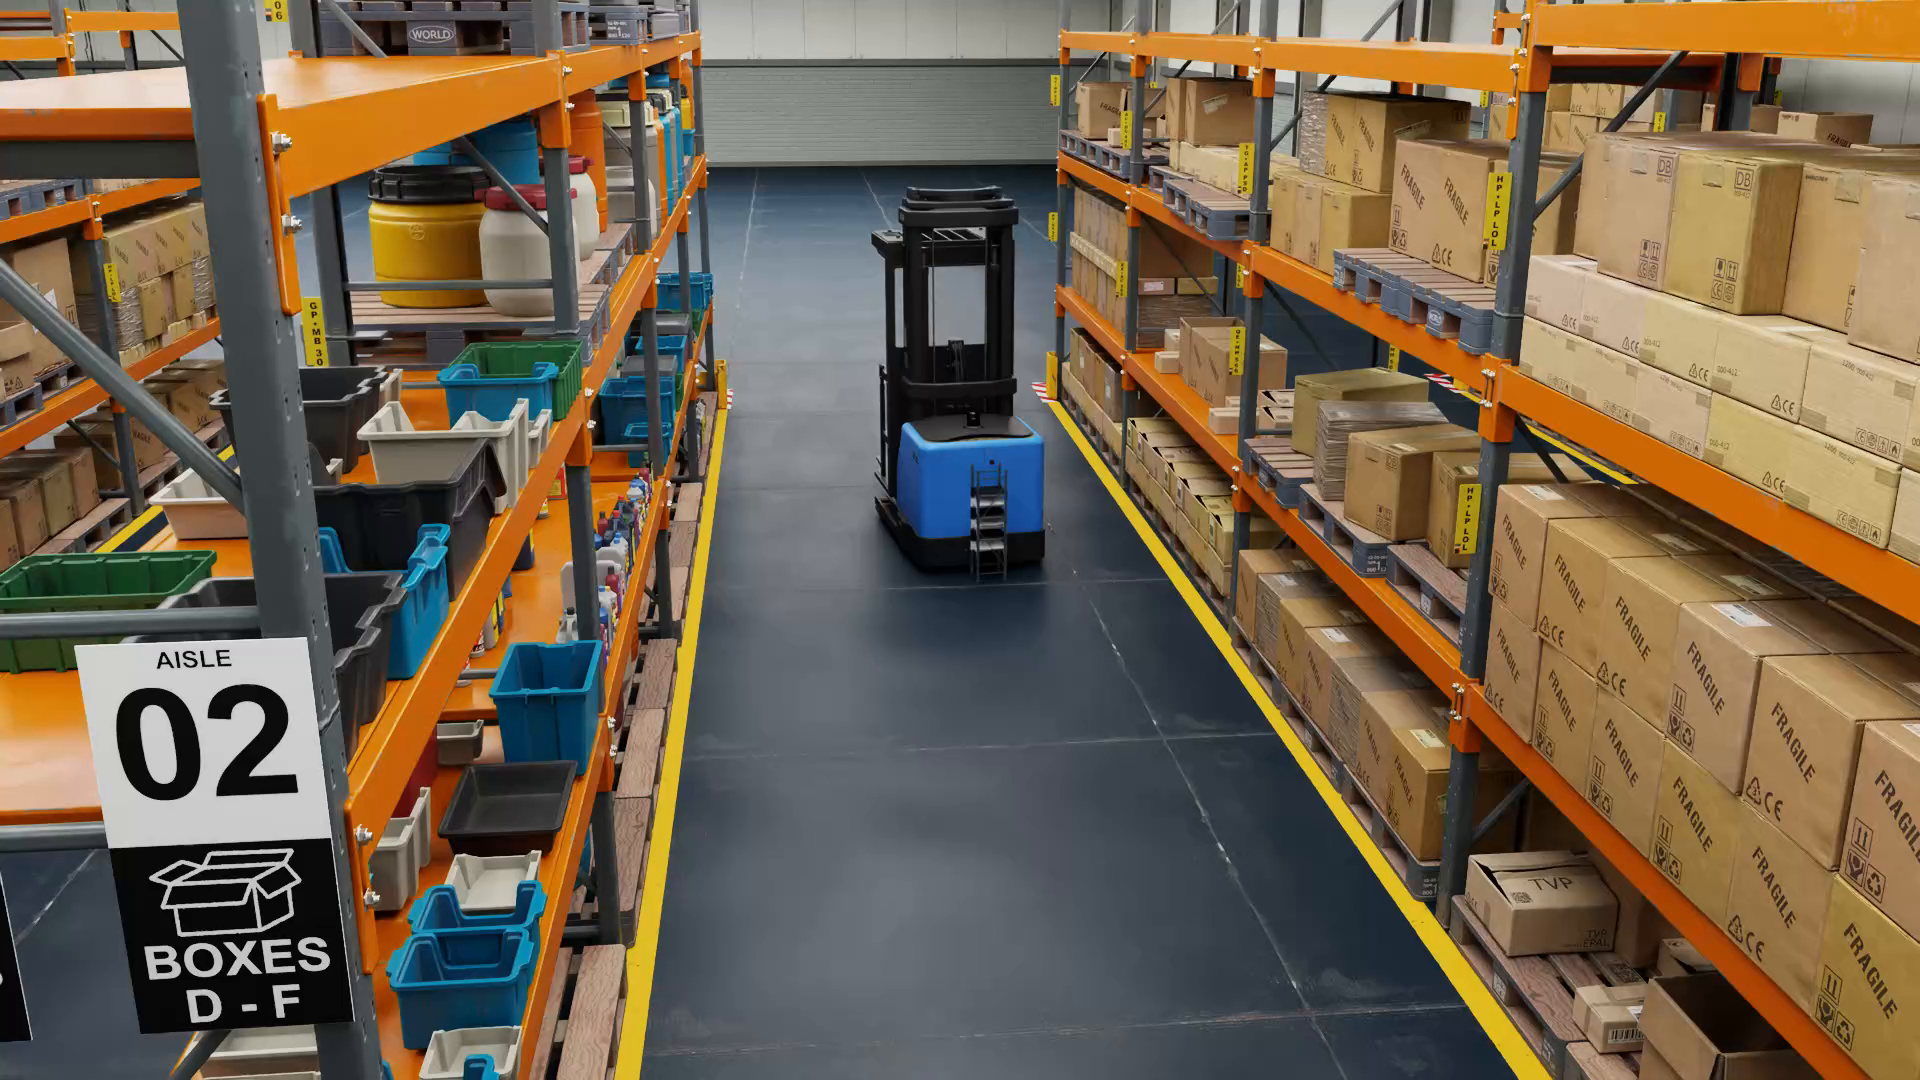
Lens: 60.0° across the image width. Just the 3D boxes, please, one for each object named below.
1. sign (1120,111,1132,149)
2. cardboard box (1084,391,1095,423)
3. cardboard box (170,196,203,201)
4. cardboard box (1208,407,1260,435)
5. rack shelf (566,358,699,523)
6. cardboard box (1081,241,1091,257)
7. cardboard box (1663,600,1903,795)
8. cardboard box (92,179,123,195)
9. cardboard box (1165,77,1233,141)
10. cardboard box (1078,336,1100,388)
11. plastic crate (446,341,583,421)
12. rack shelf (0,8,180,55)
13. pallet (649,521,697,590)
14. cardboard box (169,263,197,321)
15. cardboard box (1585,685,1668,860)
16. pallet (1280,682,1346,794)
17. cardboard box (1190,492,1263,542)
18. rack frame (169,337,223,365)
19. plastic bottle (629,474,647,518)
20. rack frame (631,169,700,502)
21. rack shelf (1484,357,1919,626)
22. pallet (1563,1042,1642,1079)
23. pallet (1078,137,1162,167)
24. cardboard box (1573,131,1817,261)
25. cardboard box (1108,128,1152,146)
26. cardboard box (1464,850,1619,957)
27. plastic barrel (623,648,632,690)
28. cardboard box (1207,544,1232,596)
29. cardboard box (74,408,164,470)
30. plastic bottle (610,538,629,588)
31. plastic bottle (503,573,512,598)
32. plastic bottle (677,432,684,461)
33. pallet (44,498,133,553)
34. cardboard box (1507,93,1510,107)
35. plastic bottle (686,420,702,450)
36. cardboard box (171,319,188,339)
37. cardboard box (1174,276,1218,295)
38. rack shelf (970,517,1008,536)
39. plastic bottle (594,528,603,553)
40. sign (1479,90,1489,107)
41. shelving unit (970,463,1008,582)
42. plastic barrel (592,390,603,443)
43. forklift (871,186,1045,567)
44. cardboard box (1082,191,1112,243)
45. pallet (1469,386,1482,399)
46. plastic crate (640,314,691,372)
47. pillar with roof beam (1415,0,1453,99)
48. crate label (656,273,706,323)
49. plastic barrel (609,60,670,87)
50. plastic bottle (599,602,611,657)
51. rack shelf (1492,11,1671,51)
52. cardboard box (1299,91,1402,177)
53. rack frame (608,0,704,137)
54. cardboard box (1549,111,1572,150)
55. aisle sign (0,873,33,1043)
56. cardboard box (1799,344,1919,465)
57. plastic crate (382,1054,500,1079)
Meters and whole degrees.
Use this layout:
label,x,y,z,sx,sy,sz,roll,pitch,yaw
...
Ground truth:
label,x,y,z,sx,sy,sz,roll,pitch,yaw
sign,1.475,-3.641,14.764,0.100,0.325,0.005,-2,18,-6
cardboard box,1.602,-1.410,17.549,0.500,0.250,0.500,-2,18,-6
cardboard box,-7.937,-3.340,17.476,0.500,0.500,0.500,-2,18,-6
cardboard box,2.072,-0.891,12.426,0.380,0.149,0.250,-2,18,-6
rack shelf,-2.694,-0.852,13.084,1.077,0.370,4.000,-2,18,-6
cardboard box,1.519,-3.140,17.922,0.380,0.149,0.250,-2,18,-6
cardboard box,2.782,0.525,5.659,0.500,0.500,0.500,-1,17,-4
cardboard box,-7.618,-3.140,14.413,0.500,0.250,0.500,-2,18,-8
cardboard box,2.052,-3.676,14.167,0.500,0.500,0.500,-2,17,-5
cardboard box,1.567,-1.917,17.913,0.500,0.500,0.500,-2,18,-6
plastic crate,-1.730,-0.621,6.493,0.450,0.188,0.662,-2,18,-6
rack shelf,-8.033,-4.751,15.495,1.077,0.370,4.000,-2,18,-6
pallet,-2.651,0.136,13.390,1.003,0.211,1.213,-2,18,-6
cardboard box,-7.990,-2.410,16.182,0.875,0.500,0.500,-2,18,-6
cardboard box,2.739,0.855,6.280,0.500,0.500,0.500,-2,18,-6
pallet,2.602,1.165,10.113,1.003,0.211,1.213,-2,18,-6
cardboard box,2.081,-0.210,12.793,0.500,0.311,0.500,-2,18,-6
rack frame,-8.239,-2.830,18.183,1.000,3.000,0.127,-2,18,-6
plastic bottle,-1.984,-0.269,10.241,0.097,0.271,0.097,0,17,0
rack frame,-2.900,-1.791,14.875,1.000,3.000,0.127,-2,18,-6
rack shelf,3.059,-0.052,5.527,1.077,0.370,4.000,-2,18,-6
pallet,3.051,2.340,6.372,1.003,0.211,1.213,-2,18,-6
pallet,1.791,-3.948,16.884,1.003,0.211,1.213,-2,18,-6
cardboard box,2.941,-1.372,6.695,0.700,0.500,0.500,-2,18,-6
cardboard box,1.631,-3.872,15.981,0.380,0.149,0.250,-2,18,-6
cardboard box,2.681,1.645,7.684,0.500,0.311,0.500,-2,18,-6
plastic barrel,-2.273,0.698,10.399,0.421,0.512,0.421,0,17,0
cardboard box,2.143,0.211,12.387,0.500,0.250,0.500,-1,17,-4
cardboard box,-7.895,-0.937,15.625,0.500,0.500,0.500,4,18,12
plastic bottle,-1.848,0.124,8.990,0.097,0.271,0.097,0,17,0
plastic bottle,-2.442,0.169,8.847,0.097,0.271,0.097,0,17,0
plastic bottle,-2.663,-0.906,15.854,0.061,0.283,0.133,-2,18,-6
pallet,-7.745,-0.076,14.066,1.003,0.211,1.213,-2,18,-6
cardboard box,6.341,-4.981,18.158,0.500,0.500,0.500,-2,18,-6
plastic bottle,-2.590,-1.047,16.191,0.144,0.351,0.185,-3,18,-8
cardboard box,-7.717,-2.038,16.081,0.380,0.149,0.250,-2,18,-6
cardboard box,2.192,-2.386,15.520,0.380,0.149,0.250,-2,18,-6
rack shelf,0.227,-0.107,13.127,0.258,0.077,0.200,-4,18,-12
plastic bottle,-2.011,0.070,9.161,0.097,0.271,0.097,0,17,0
sign,6.002,-5.120,19.012,0.100,0.325,0.005,-2,18,-6
shelving unit,0.227,-0.139,13.117,0.258,0.900,0.210,-4,18,-12
plastic barrel,-2.806,-0.953,12.017,0.421,0.512,0.421,0,17,0
forklift,-0.139,-1.582,14.321,1.130,2.935,3.031,-4,18,-12
cardboard box,1.715,-3.490,17.952,0.700,0.500,0.500,-2,18,-7
pallet,6.598,-1.693,19.217,1.003,0.211,1.213,-2,18,-6
plastic crate,-2.546,-1.687,14.436,0.402,0.464,0.583,-2,18,-6
pillar with roof beam,2.573,-7.624,23.438,9.100,9.000,0.400,-2,18,-6
crate label,-2.854,-2.460,16.945,0.502,0.435,0.616,-2,18,-6
plastic barrel,-2.896,-3.962,15.242,0.600,0.901,0.708,-2,18,-6
plastic bottle,-1.742,0.429,8.019,0.097,0.271,0.097,0,17,0
rack shelf,6.748,-5.211,16.957,1.077,0.370,4.000,-2,18,-6
cardboard box,2.479,-2.577,10.534,0.500,0.500,0.500,-2,18,-6
rack frame,-3.313,-5.845,17.772,1.000,3.000,0.127,-2,18,-6
cardboard box,6.481,-4.195,17.324,0.500,0.500,0.500,-1,17,-2
aisle sign,-1.946,0.574,3.000,0.394,0.787,0.004,-2,18,-6
cardboard box,2.859,-0.409,4.881,0.500,0.250,0.500,-2,18,-6
plastic crate,-1.428,1.555,4.394,0.416,0.233,0.300,-2,18,-6
